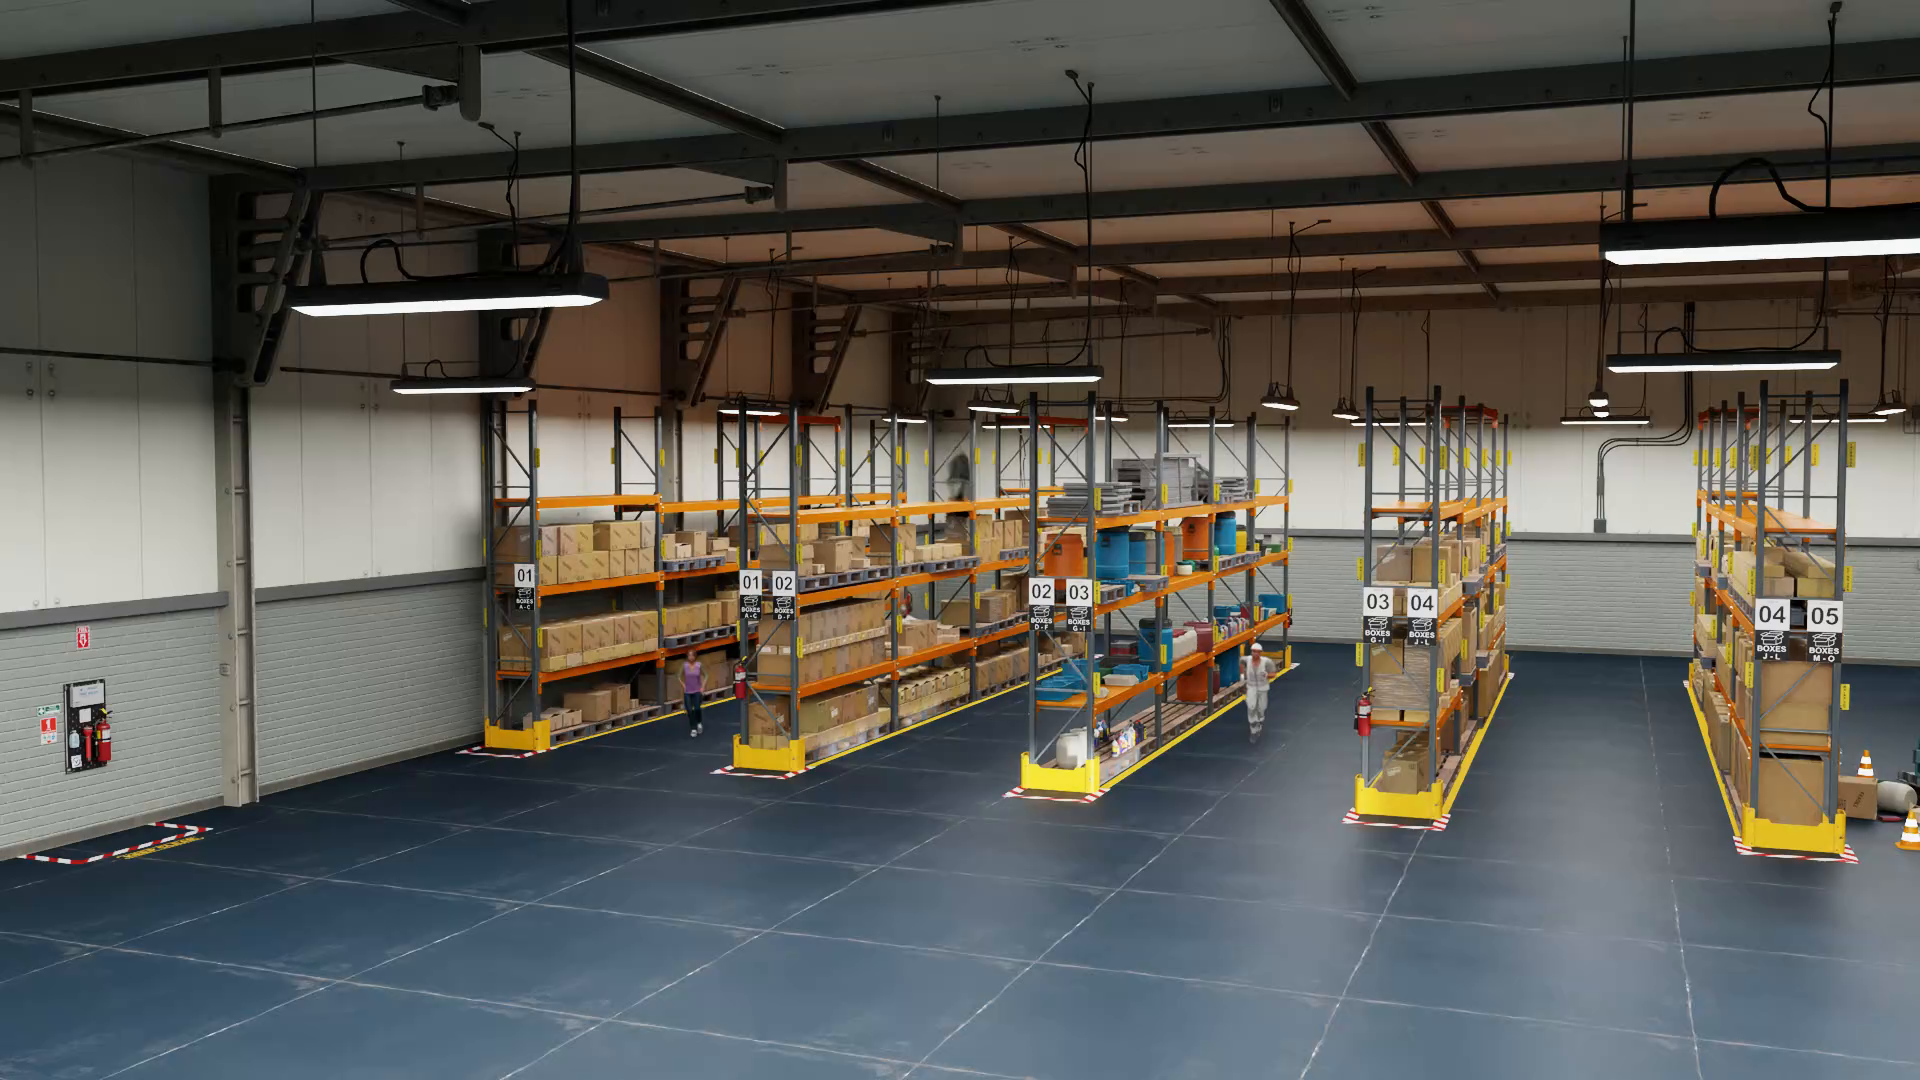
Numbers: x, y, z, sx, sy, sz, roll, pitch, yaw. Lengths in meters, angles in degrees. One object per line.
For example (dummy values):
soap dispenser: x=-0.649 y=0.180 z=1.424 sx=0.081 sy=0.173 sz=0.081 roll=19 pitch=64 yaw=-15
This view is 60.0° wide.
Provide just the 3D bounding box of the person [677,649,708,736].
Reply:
person: x=-4.808 y=2.746 z=29.830 sx=0.542 sy=1.565 sz=0.521 roll=0 pitch=3 yaw=-3

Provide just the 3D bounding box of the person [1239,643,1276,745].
person: x=5.251 y=2.681 z=29.360 sx=0.648 sy=1.780 sz=0.970 roll=0 pitch=3 yaw=10

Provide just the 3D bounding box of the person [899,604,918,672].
person: x=-1.215 y=2.300 z=37.354 sx=0.648 sy=1.757 sz=0.847 roll=1 pitch=3 yaw=17
